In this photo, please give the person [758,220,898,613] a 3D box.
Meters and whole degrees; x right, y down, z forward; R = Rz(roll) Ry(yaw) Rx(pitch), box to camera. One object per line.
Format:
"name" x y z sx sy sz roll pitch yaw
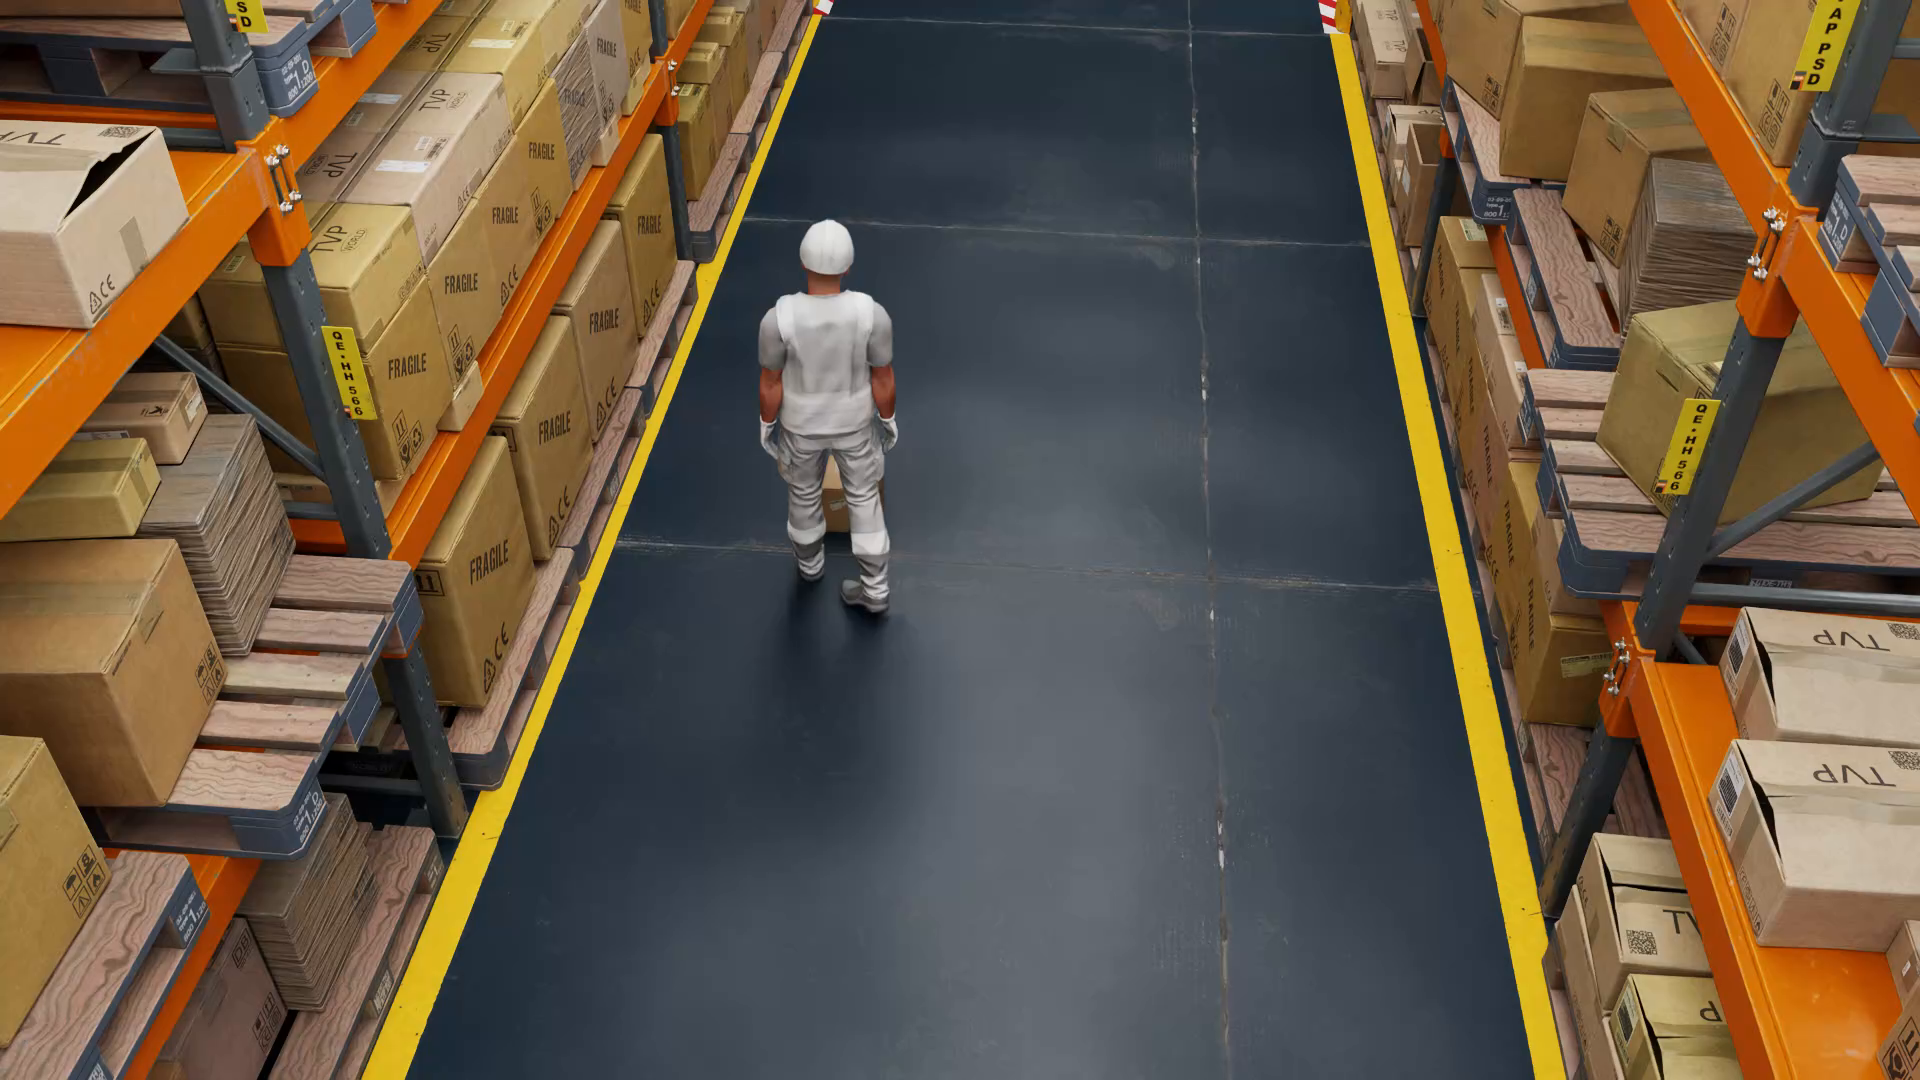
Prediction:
"person" -0.536 -0.504 6.735 0.558 1.793 0.619 -5 40 -6
